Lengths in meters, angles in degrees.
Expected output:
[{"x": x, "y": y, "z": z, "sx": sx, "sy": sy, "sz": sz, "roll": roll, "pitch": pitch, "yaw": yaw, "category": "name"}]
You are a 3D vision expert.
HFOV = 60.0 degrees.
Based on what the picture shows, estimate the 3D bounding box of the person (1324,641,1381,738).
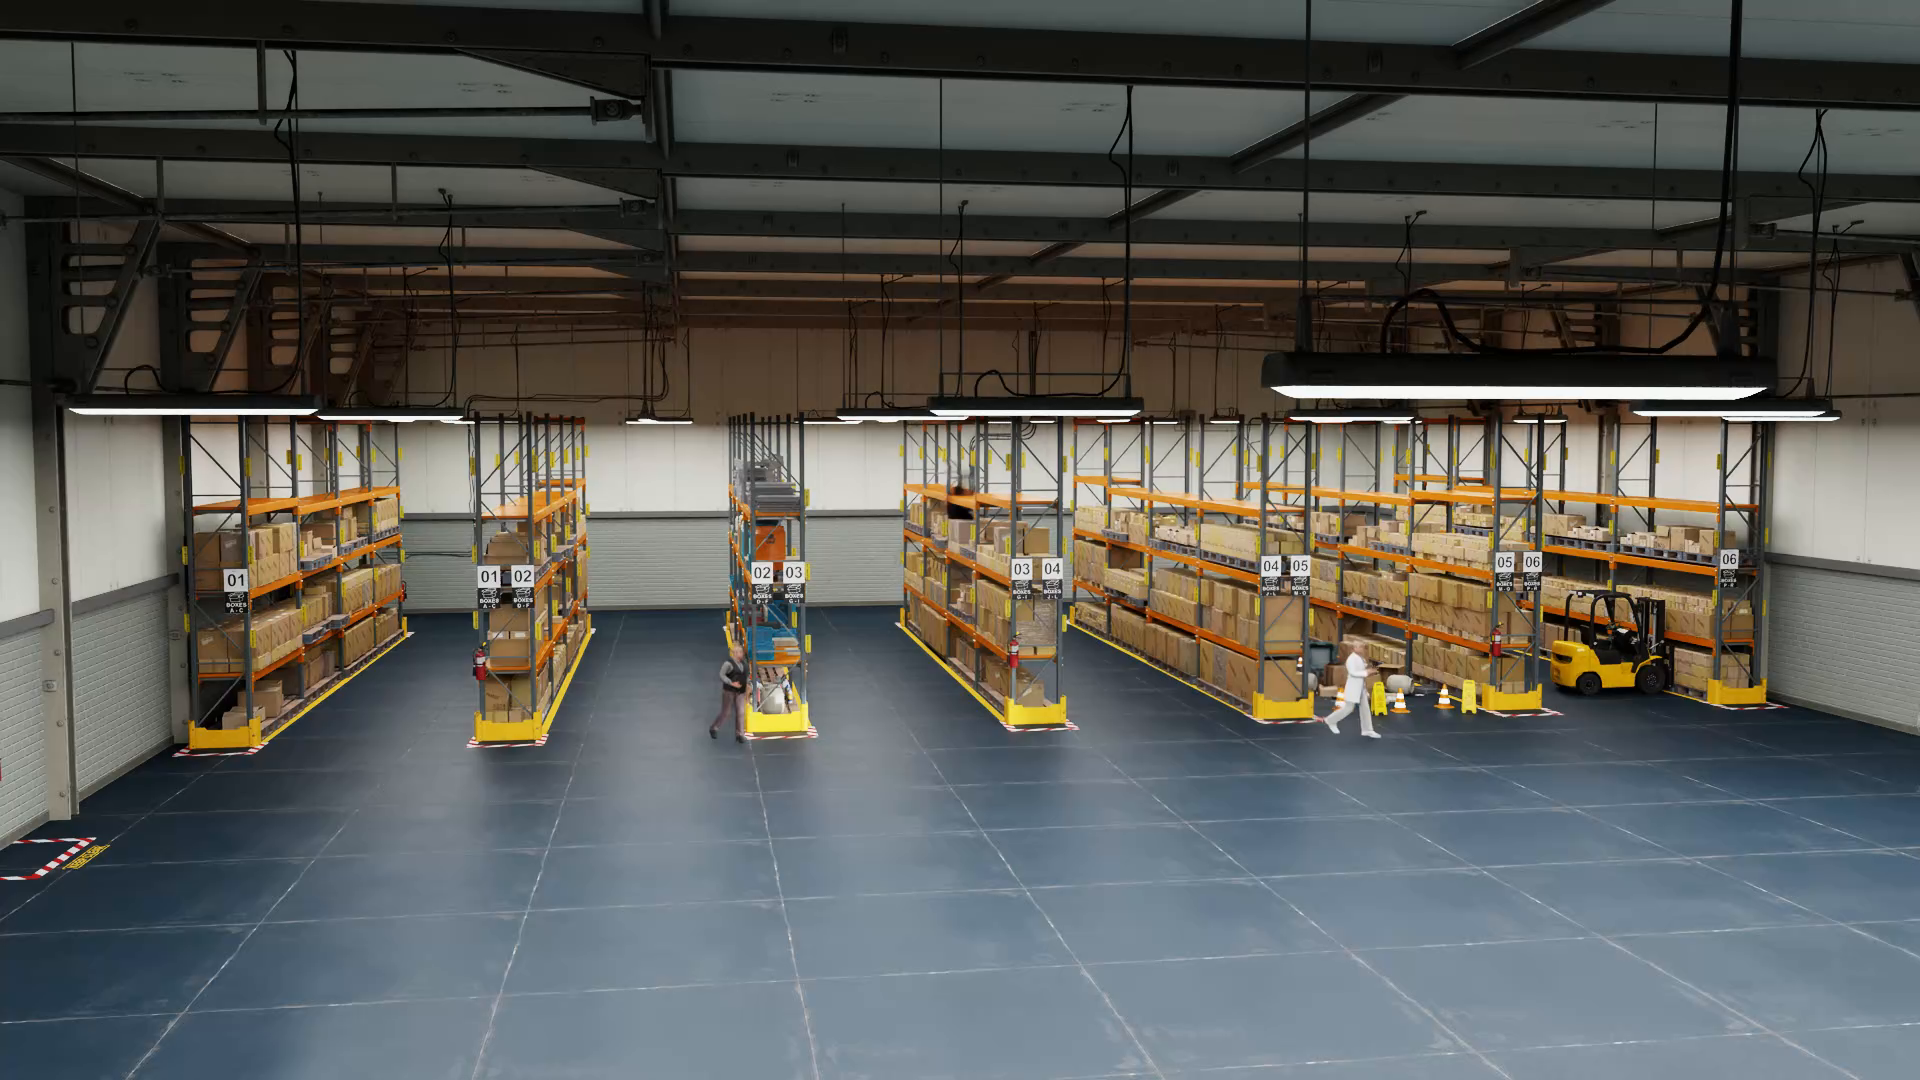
[{"x": 7.233, "y": 2.723, "z": 30.550, "sx": 1.059, "sy": 1.764, "sz": 0.700, "roll": 3, "pitch": 5, "yaw": 33, "category": "person"}]

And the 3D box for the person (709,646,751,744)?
[{"x": -4.077, "y": 2.798, "z": 30.291, "sx": 0.878, "sy": 1.718, "sz": 0.723, "roll": 4, "pitch": 5, "yaw": 43, "category": "person"}]
